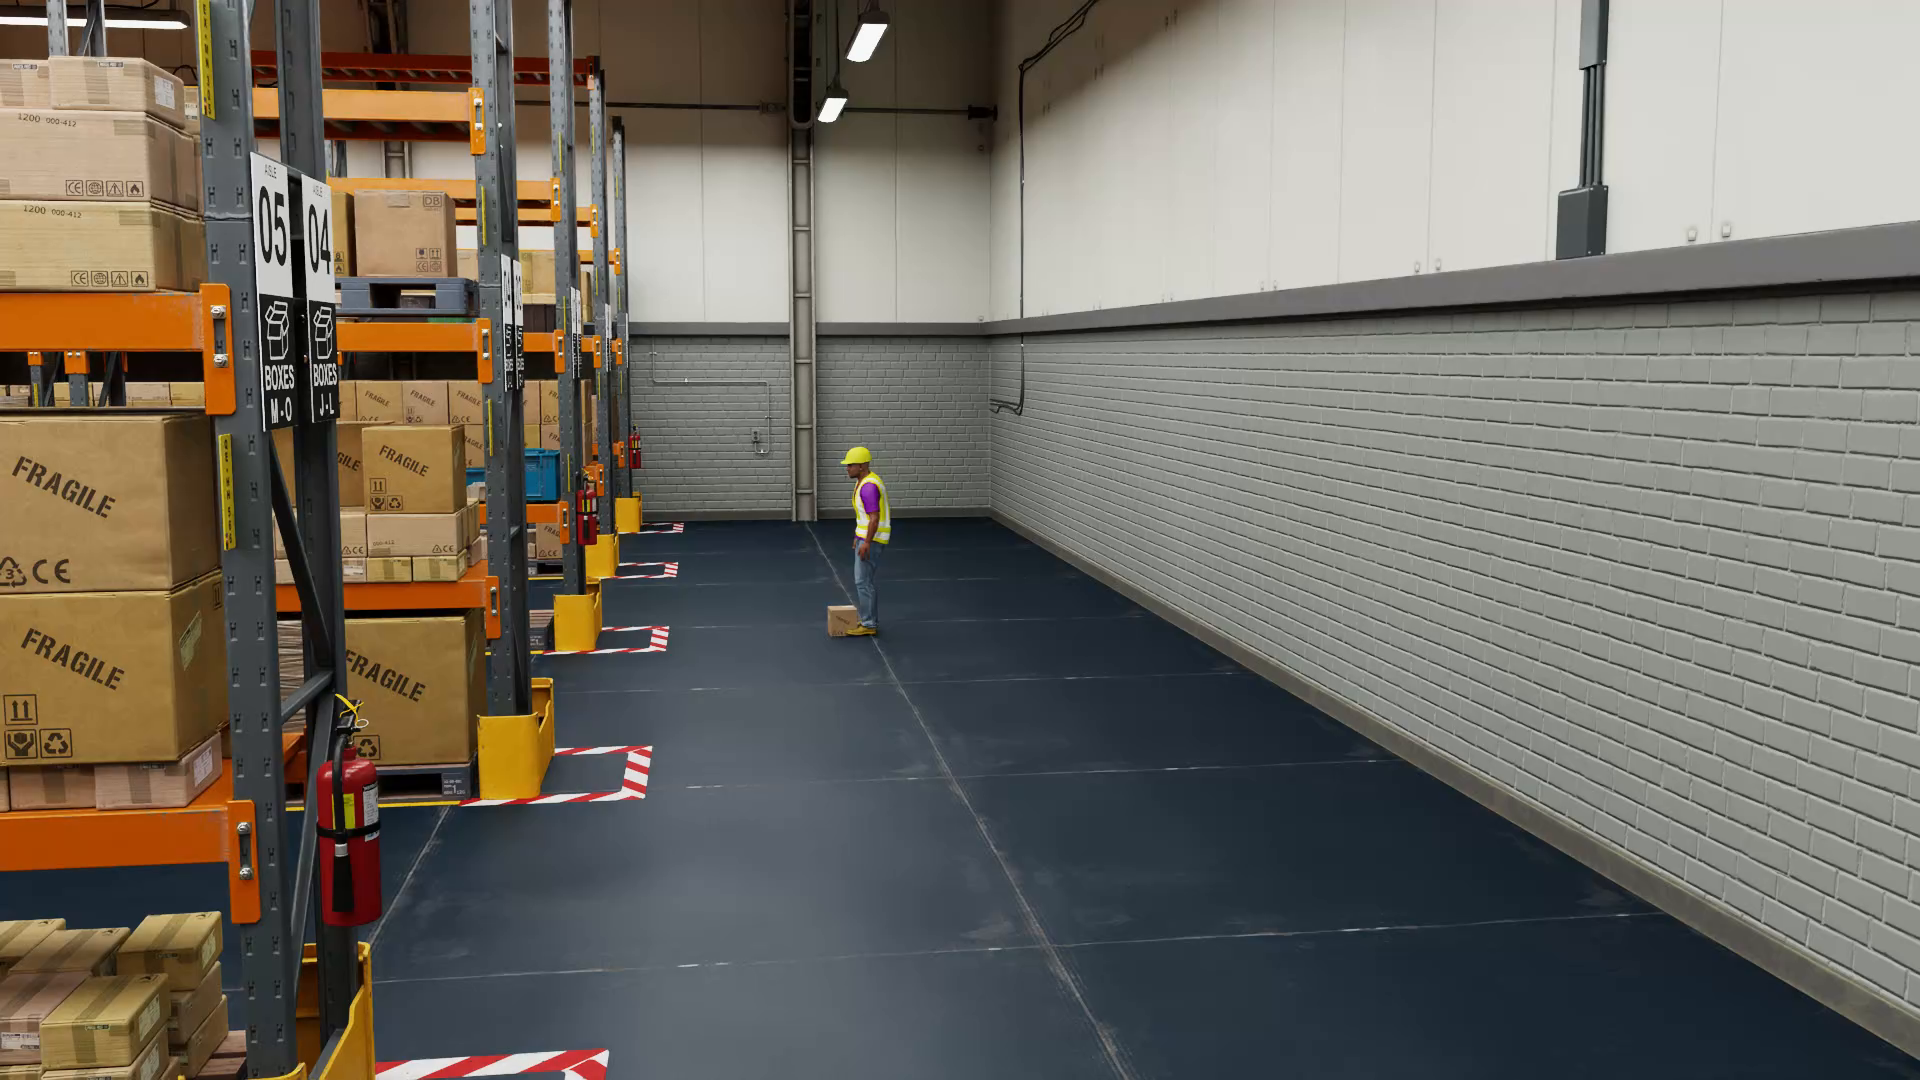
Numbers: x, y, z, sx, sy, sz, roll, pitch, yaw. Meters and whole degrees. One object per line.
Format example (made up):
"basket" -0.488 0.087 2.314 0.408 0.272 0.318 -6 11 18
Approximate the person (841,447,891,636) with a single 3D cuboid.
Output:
"person" -0.884 0.005 15.585 0.457 1.761 0.626 -1 7 -8
